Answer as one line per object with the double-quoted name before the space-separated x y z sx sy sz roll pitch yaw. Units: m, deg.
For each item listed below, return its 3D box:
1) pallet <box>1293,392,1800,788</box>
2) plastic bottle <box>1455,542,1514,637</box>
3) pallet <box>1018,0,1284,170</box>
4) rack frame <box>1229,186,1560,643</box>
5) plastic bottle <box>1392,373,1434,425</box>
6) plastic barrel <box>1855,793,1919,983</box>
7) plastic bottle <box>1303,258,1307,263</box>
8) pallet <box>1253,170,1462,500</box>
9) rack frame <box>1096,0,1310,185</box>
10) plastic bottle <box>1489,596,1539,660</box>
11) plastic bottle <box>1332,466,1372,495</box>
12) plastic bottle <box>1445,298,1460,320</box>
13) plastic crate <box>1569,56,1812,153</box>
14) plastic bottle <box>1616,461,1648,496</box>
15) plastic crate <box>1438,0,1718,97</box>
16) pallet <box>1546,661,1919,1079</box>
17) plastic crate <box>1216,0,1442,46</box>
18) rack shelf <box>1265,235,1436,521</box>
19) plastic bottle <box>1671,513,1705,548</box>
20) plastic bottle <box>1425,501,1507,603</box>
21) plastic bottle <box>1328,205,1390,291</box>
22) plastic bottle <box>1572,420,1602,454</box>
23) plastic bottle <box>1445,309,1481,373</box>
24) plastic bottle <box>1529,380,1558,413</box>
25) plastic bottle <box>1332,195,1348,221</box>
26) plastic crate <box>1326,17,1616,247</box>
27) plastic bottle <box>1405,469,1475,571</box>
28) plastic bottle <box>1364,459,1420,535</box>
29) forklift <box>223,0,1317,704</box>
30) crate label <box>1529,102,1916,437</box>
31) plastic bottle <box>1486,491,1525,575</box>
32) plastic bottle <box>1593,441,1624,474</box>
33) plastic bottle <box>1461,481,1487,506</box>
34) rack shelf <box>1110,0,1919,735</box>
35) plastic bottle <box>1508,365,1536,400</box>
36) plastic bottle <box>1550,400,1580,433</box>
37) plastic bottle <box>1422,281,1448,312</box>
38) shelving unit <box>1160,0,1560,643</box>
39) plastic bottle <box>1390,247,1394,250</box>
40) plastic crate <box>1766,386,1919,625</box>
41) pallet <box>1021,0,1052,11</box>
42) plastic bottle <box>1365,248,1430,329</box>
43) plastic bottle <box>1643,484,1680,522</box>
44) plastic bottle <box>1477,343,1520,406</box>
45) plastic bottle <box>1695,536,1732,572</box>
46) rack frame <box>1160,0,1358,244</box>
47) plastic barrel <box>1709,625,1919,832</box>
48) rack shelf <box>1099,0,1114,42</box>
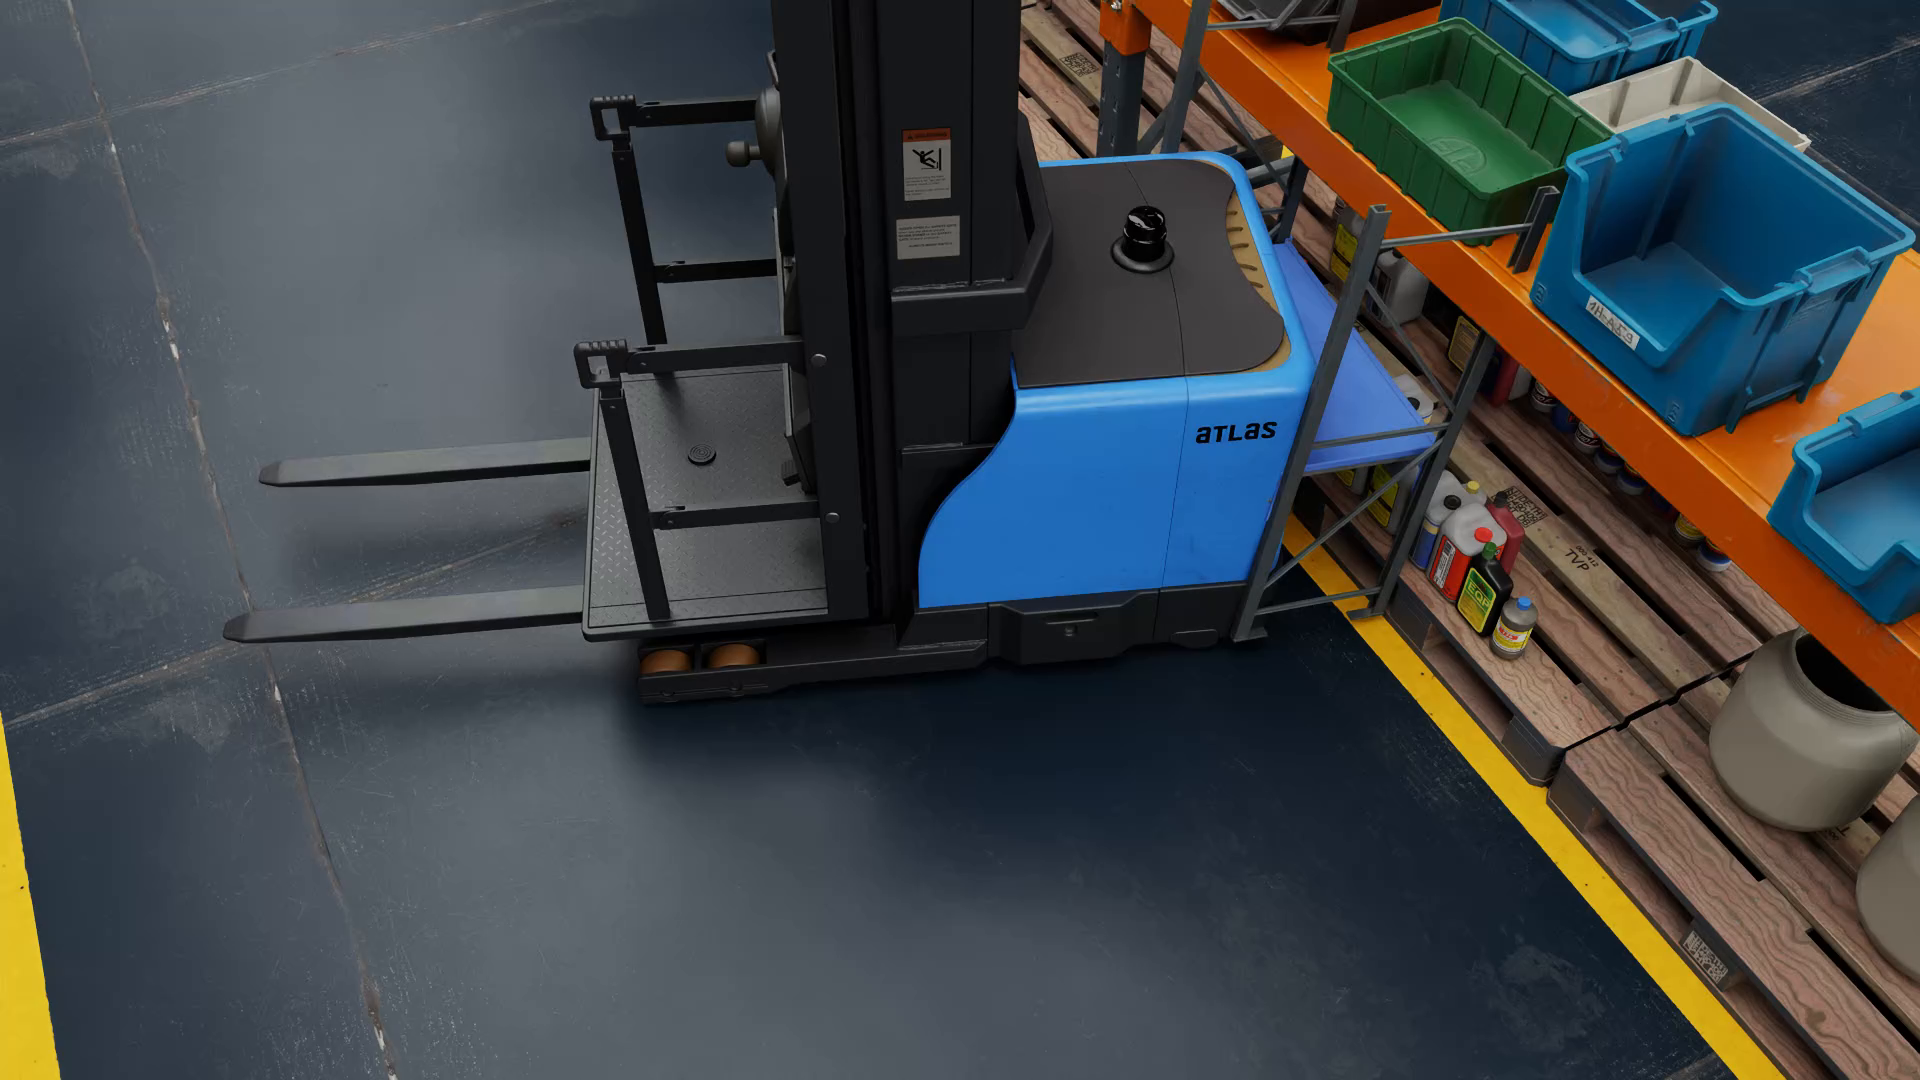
"pallet" 1.776 0.058 5.059 1.003 0.211 1.213 -21 52 -18
"plastic bottle" 1.474 0.135 4.652 0.061 0.283 0.133 -20 52 -17
"pallet" 0.549 -1.736 6.628 1.003 0.211 1.213 -21 52 -18
"rack frame" 1.107 -0.272 4.412 0.500 1.500 0.032 -9 48 -16
"plastic bottle" 1.345 -0.364 5.093 0.152 0.276 0.135 -21 52 -18
"plastic barrel" 2.404 0.802 3.930 0.421 0.512 0.421 0 49 0
"plastic bottle" 1.072 -0.781 5.408 0.144 0.351 0.185 -21 52 -18
"pallet" 1.213 -0.760 5.774 1.003 0.211 1.213 -21 52 -18
"rack frame" 0.943 -2.142 5.130 1.000 3.000 0.127 -21 52 -18
"plastic bottle" 1.543 0.234 4.620 0.097 0.201 0.097 0 49 0
"plastic bottle" 1.224 -0.321 5.005 0.144 0.351 0.185 -22 52 -18
"plastic bottle" 1.693 -0.837 5.502 0.061 0.283 0.133 -18 51 -15
"plastic crate" 1.911 -1.055 4.356 0.530 0.136 0.437 -21 52 -18
"plastic bottle" 2.064 -0.261 5.006 0.097 0.271 0.097 0 49 0
"plastic crate" 1.691 -1.446 4.620 0.499 0.251 0.616 -21 52 -18
"pallet" 2.330 0.873 4.346 1.003 0.211 1.213 -21 52 -18
"plastic crate" 1.070 -1.727 4.809 0.767 0.338 0.504 -21 52 -18
"rack shelf" 0.934 -0.502 4.868 0.538 0.185 1.000 -9 48 -16
"plastic bottle" 2.174 -0.078 4.892 0.097 0.201 0.097 0 49 0
"plastic bottle" 1.452 0.031 4.747 0.152 0.276 0.135 -21 52 -17
"plastic bottle" 1.366 -1.033 5.628 0.144 0.351 0.185 -21 52 -18
"plastic bottle" 1.973 -0.372 5.149 0.097 0.201 0.097 0 49 0
"plastic bottle" 1.650 -0.663 5.350 0.061 0.283 0.133 -21 52 -18
"plastic bottle" 1.879 -0.509 5.269 0.097 0.201 0.097 0 49 0
"plastic bottle" 1.386 -1.230 5.900 0.097 0.201 0.097 0 49 0
"plastic crate" 1.313 -1.066 4.331 0.450 0.188 0.662 -21 52 -18
"plastic bottle" 1.389 -0.062 4.829 0.152 0.276 0.135 -23 53 -19
"plastic bottle" 1.309 -0.196 4.896 0.144 0.351 0.185 -19 52 -16
"forklift" -0.621 -0.914 4.102 3.031 2.935 1.130 -5 49 -4
"crate label" 1.691 -0.615 3.772 0.502 0.435 0.616 -21 52 -18
"plastic bottle" 1.547 -0.009 4.777 0.061 0.283 0.133 -21 52 -18
"plastic bottle" 2.018 -0.328 5.065 0.097 0.271 0.097 0 49 0
"plastic bottle" 1.491 -0.093 4.905 0.097 0.201 0.097 0 49 0
"rack shelf" 1.858 -0.566 4.230 1.077 0.370 4.000 -21 52 -18
"plastic bottle" 1.801 -0.603 5.302 0.152 0.276 0.135 -20 52 -17
"plastic bottle" 1.926 -0.464 5.183 0.097 0.271 0.097 0 49 0
"plastic bottle" 1.582 -0.954 5.559 0.144 0.351 0.185 -24 53 -19
"shelving unit" 0.952 -0.628 4.741 0.538 1.500 1.048 -9 48 -16
"plastic bottle" 1.494 -1.083 5.672 0.144 0.351 0.185 -22 53 -18
"plastic crate" 1.986 -0.084 3.430 0.499 0.251 0.408 -21 52 -18
"pallet" -0.013 -2.554 7.343 1.003 0.211 1.213 -21 52 -18
"plastic bottle" 1.462 -0.862 5.528 0.152 0.276 0.135 -21 52 -18
"plastic bottle" 2.134 -0.194 4.939 0.061 0.283 0.133 -20 52 -17
"plastic bottle" 1.706 -0.569 5.267 0.061 0.283 0.133 -21 52 -18
"plastic bottle" 2.221 -0.032 4.806 0.097 0.271 0.097 0 49 0
"rack frame" 0.797 -0.984 5.069 0.500 1.500 0.032 -9 48 -16
"plastic barrel" 2.175 0.467 4.223 0.421 0.512 0.421 0 49 0
"rack shelf" 0.028 -3.243 6.572 1.077 0.370 4.000 -21 52 -18
